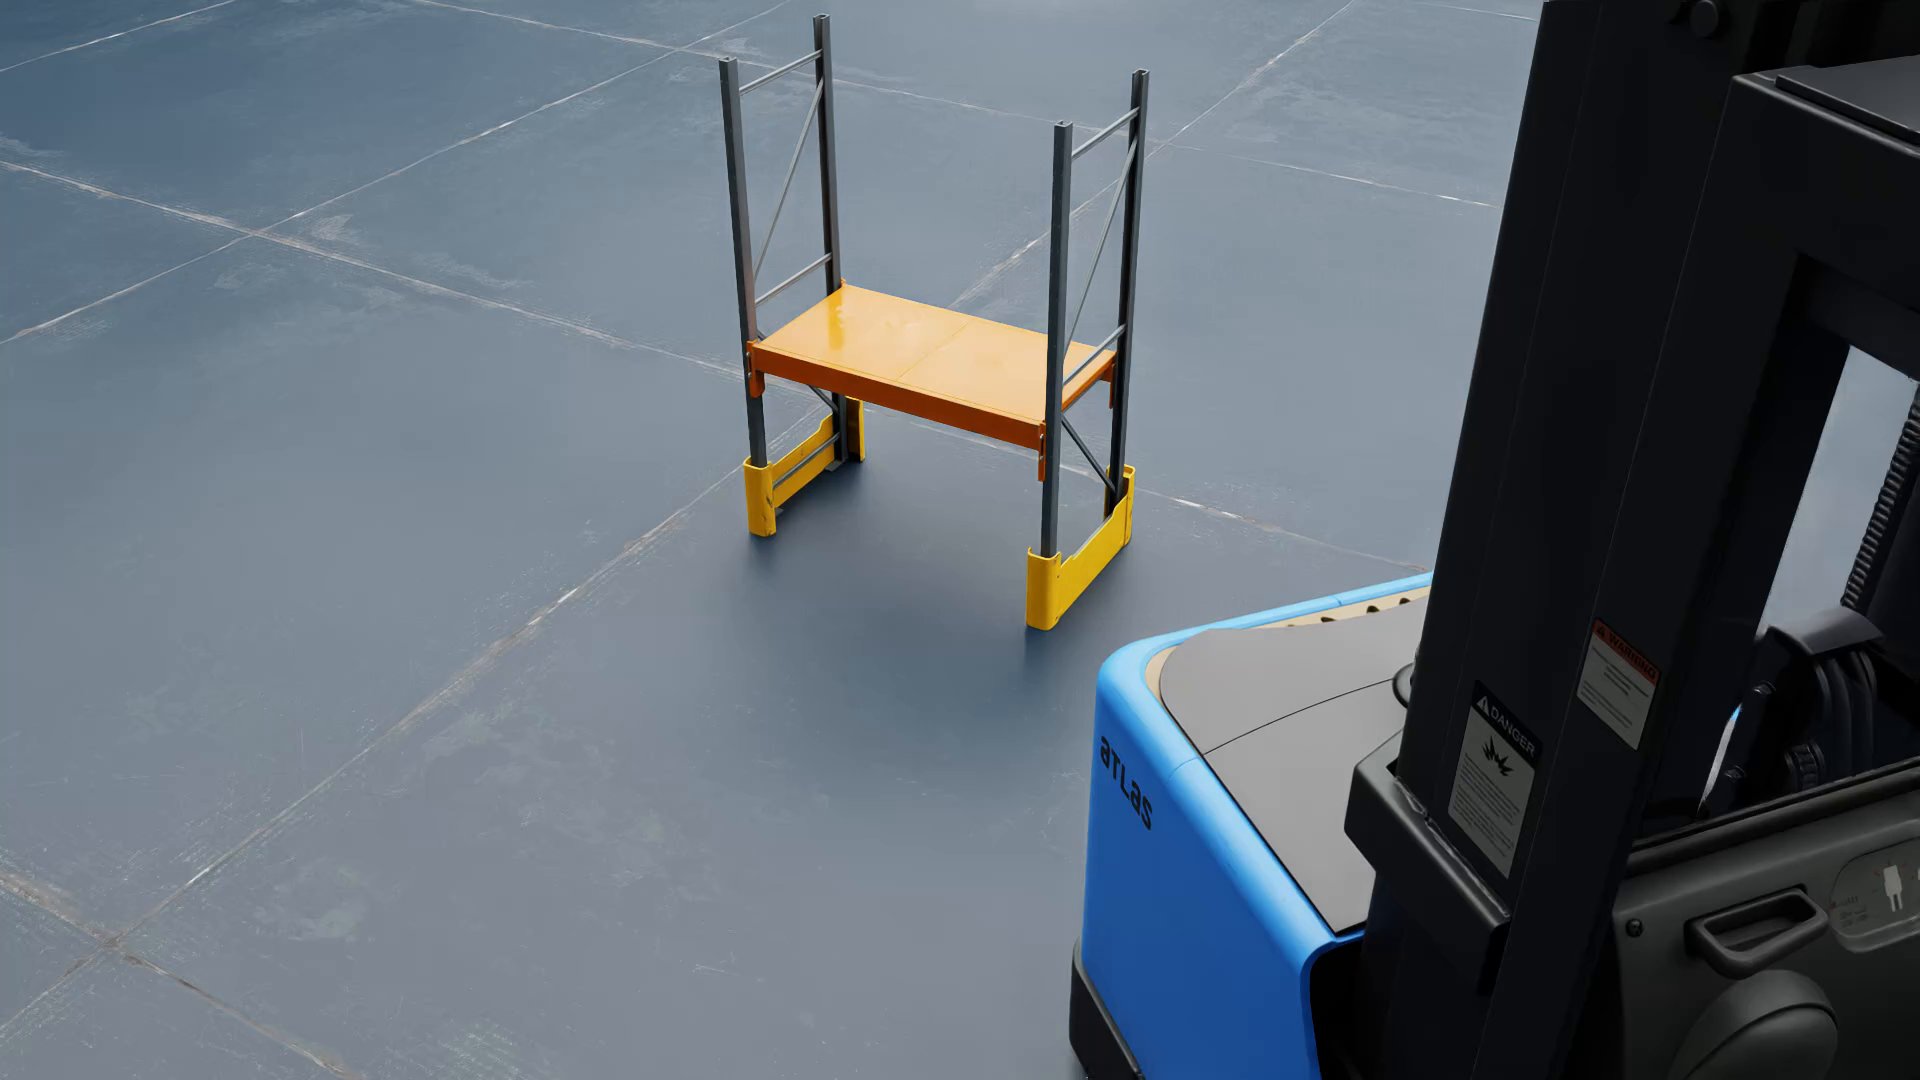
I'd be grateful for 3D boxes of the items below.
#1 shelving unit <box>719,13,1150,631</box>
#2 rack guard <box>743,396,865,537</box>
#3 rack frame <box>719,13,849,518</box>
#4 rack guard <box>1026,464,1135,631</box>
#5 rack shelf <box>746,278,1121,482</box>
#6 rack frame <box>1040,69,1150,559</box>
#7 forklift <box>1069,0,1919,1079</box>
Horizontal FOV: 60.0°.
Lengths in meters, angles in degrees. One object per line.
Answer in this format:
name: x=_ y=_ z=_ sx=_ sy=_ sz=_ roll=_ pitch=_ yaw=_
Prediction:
shelving unit: x=-0.066 y=-0.645 z=4.866 sx=1.083 sy=1.500 sz=0.587 roll=18 pitch=37 yaw=24
rack guard: x=-0.499 y=-0.262 z=5.418 sx=0.087 sy=0.250 sz=0.587 roll=18 pitch=37 yaw=24
rack frame: x=-0.515 y=-0.788 z=5.079 sx=0.032 sy=1.500 sz=0.500 roll=18 pitch=37 yaw=24
rack guard: x=0.366 y=0.012 z=5.007 sx=0.087 sy=0.250 sz=0.587 roll=18 pitch=37 yaw=24
rack shelf: x=-0.074 y=-0.498 z=4.969 sx=1.000 sy=0.185 sz=0.538 roll=18 pitch=37 yaw=24
rack frame: x=0.367 y=-0.508 z=4.660 sx=0.032 sy=1.500 sz=0.500 roll=18 pitch=37 yaw=24
forklift: x=1.222 y=0.542 z=1.792 sx=1.130 sy=2.935 sz=3.031 roll=-12 pitch=35 yaw=-17
